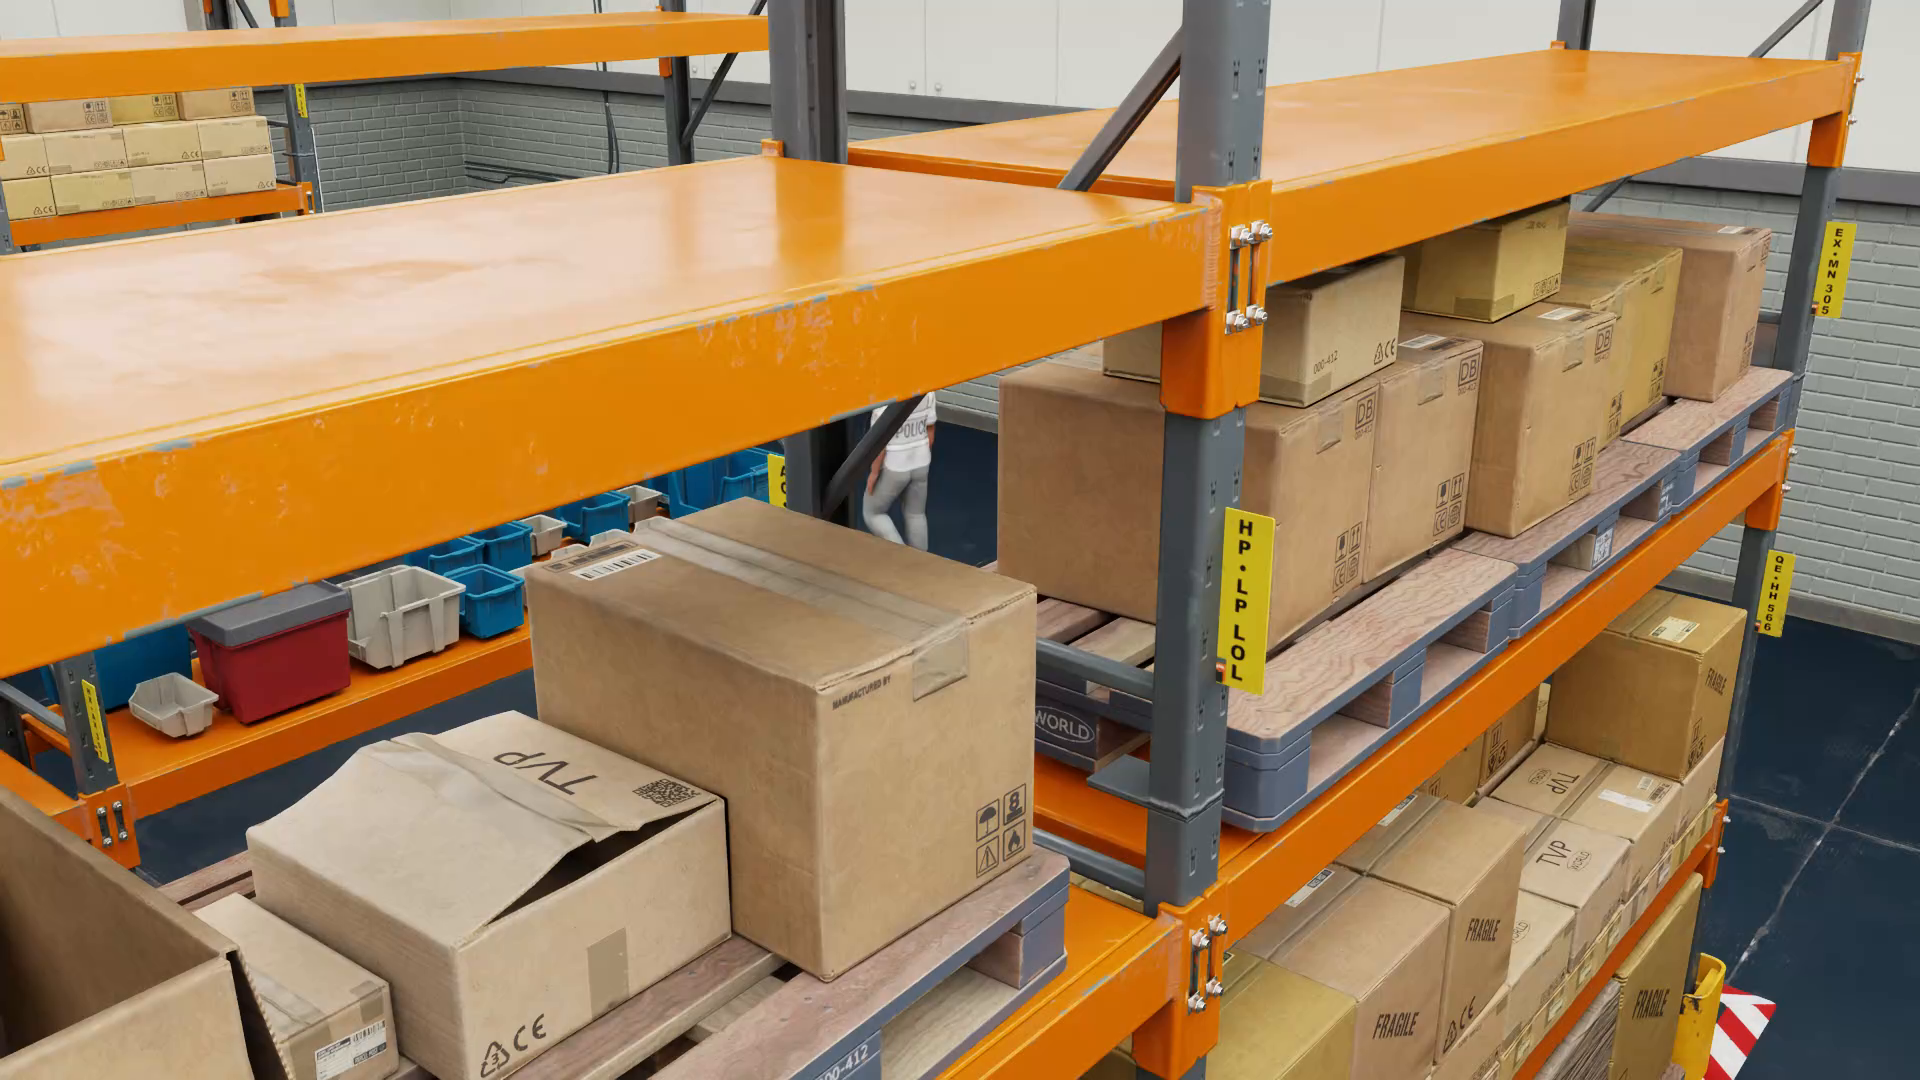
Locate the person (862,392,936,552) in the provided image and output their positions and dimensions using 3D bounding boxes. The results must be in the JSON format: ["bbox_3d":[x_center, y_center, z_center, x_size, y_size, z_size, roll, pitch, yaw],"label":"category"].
[{"bbox_3d":[-0.442,-0.534,11.971,0.572,1.767,0.418,-19,27,-41],"label":"person"}]
